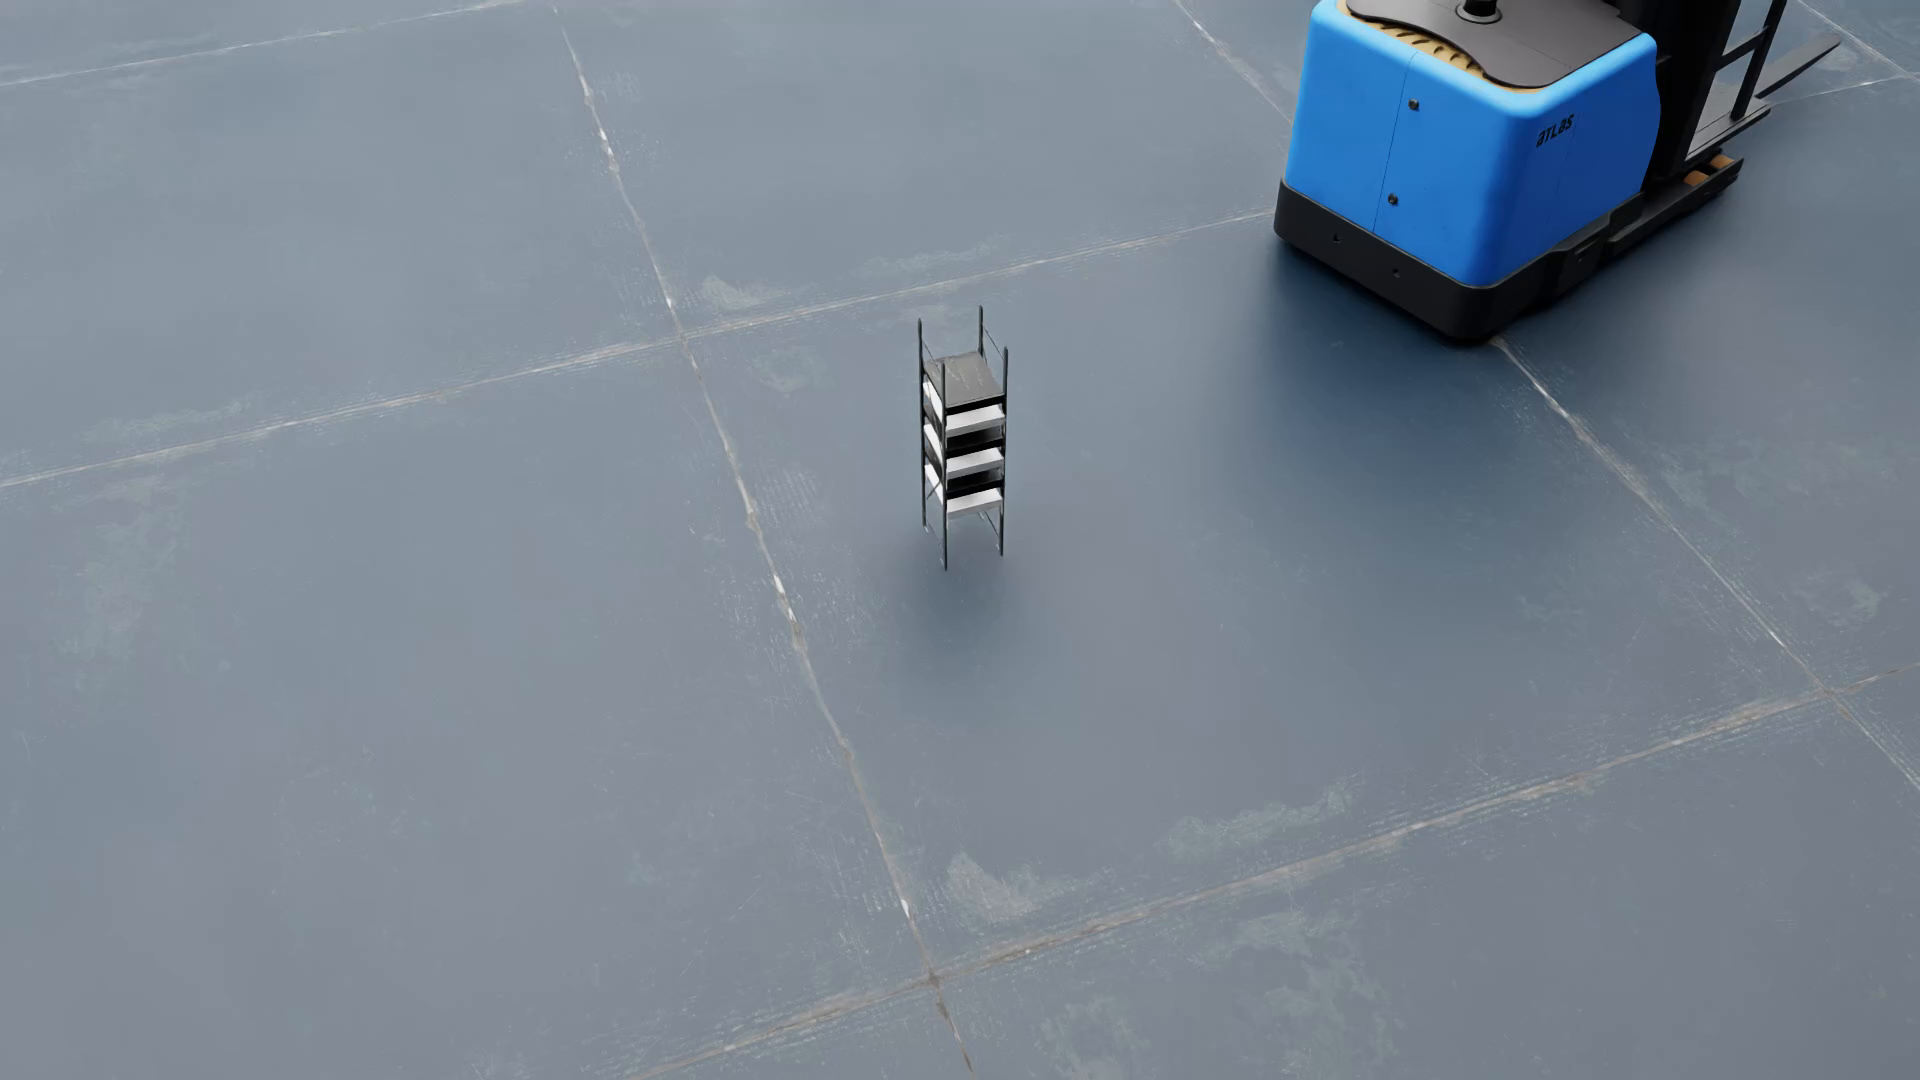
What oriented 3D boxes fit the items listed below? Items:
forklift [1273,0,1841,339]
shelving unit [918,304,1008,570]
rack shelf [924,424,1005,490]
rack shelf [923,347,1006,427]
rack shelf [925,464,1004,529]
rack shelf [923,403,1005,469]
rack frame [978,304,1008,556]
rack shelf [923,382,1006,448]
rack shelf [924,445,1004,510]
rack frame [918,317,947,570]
[{"bbox_3d":[2.757,-2.708,6.380,3.031,2.935,1.130,-31,53,-27],"label":"forklift"},{"bbox_3d":[0.008,-0.320,5.433,0.210,0.900,0.258,-14,47,-14],"label":"shelving unit"},{"bbox_3d":[0.008,-0.296,5.457,0.200,0.077,0.258,-14,47,-14],"label":"rack shelf"},{"bbox_3d":[0.008,-0.487,5.266,0.200,0.077,0.258,-14,47,-14],"label":"rack shelf"},{"bbox_3d":[0.008,-0.169,5.584,0.200,0.077,0.258,-14,47,-14],"label":"rack shelf"},{"bbox_3d":[0.008,-0.360,5.393,0.200,0.077,0.258,-14,47,-14],"label":"rack shelf"},{"bbox_3d":[0.103,-0.344,5.458,0.006,0.900,0.240,-14,47,-14],"label":"rack frame"},{"bbox_3d":[0.008,-0.423,5.329,0.200,0.077,0.258,-14,47,-14],"label":"rack shelf"},{"bbox_3d":[0.008,-0.233,5.521,0.200,0.077,0.258,-14,47,-14],"label":"rack shelf"},{"bbox_3d":[-0.088,-0.295,5.409,0.006,0.900,0.240,-14,47,-14],"label":"rack frame"}]
